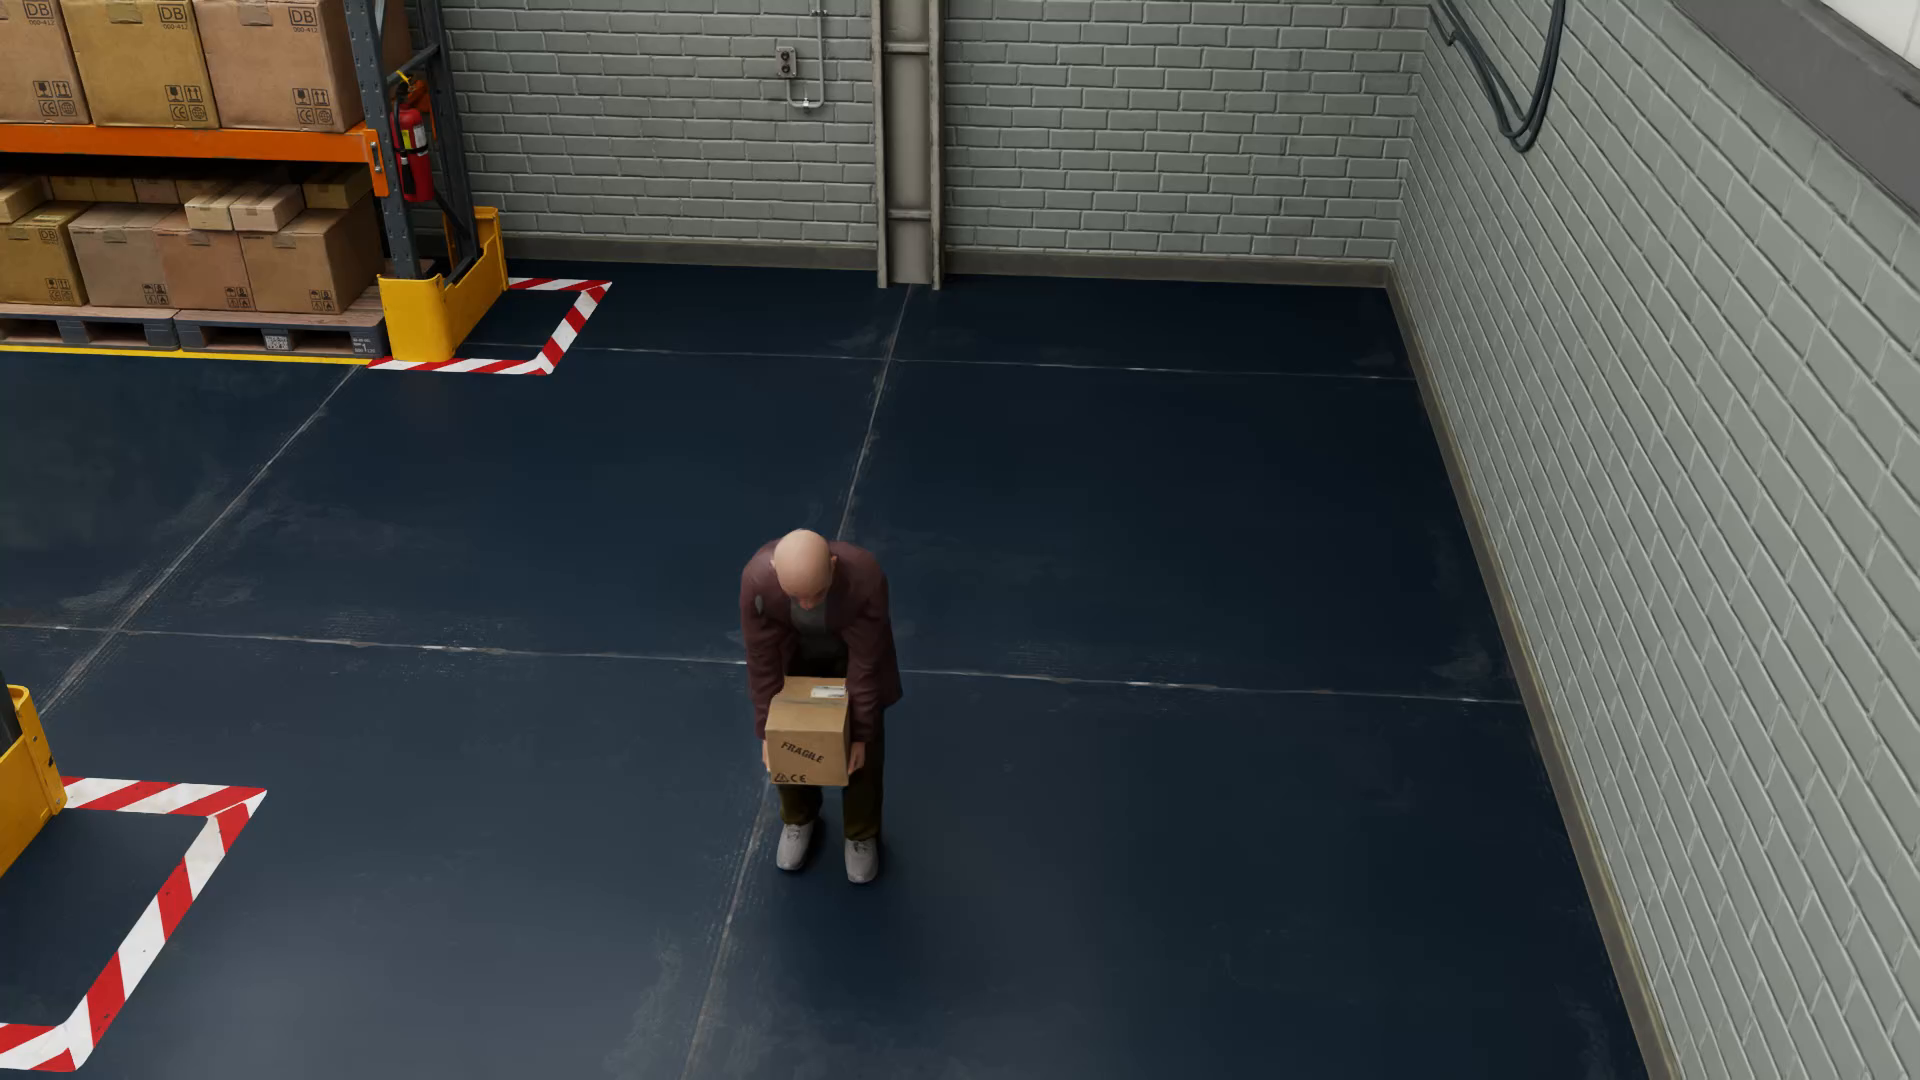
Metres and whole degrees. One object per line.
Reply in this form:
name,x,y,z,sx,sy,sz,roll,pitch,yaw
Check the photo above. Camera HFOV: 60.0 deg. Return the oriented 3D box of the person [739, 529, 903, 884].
person,-0.472,0.511,5.522,0.539,1.570,0.757,2,32,3
